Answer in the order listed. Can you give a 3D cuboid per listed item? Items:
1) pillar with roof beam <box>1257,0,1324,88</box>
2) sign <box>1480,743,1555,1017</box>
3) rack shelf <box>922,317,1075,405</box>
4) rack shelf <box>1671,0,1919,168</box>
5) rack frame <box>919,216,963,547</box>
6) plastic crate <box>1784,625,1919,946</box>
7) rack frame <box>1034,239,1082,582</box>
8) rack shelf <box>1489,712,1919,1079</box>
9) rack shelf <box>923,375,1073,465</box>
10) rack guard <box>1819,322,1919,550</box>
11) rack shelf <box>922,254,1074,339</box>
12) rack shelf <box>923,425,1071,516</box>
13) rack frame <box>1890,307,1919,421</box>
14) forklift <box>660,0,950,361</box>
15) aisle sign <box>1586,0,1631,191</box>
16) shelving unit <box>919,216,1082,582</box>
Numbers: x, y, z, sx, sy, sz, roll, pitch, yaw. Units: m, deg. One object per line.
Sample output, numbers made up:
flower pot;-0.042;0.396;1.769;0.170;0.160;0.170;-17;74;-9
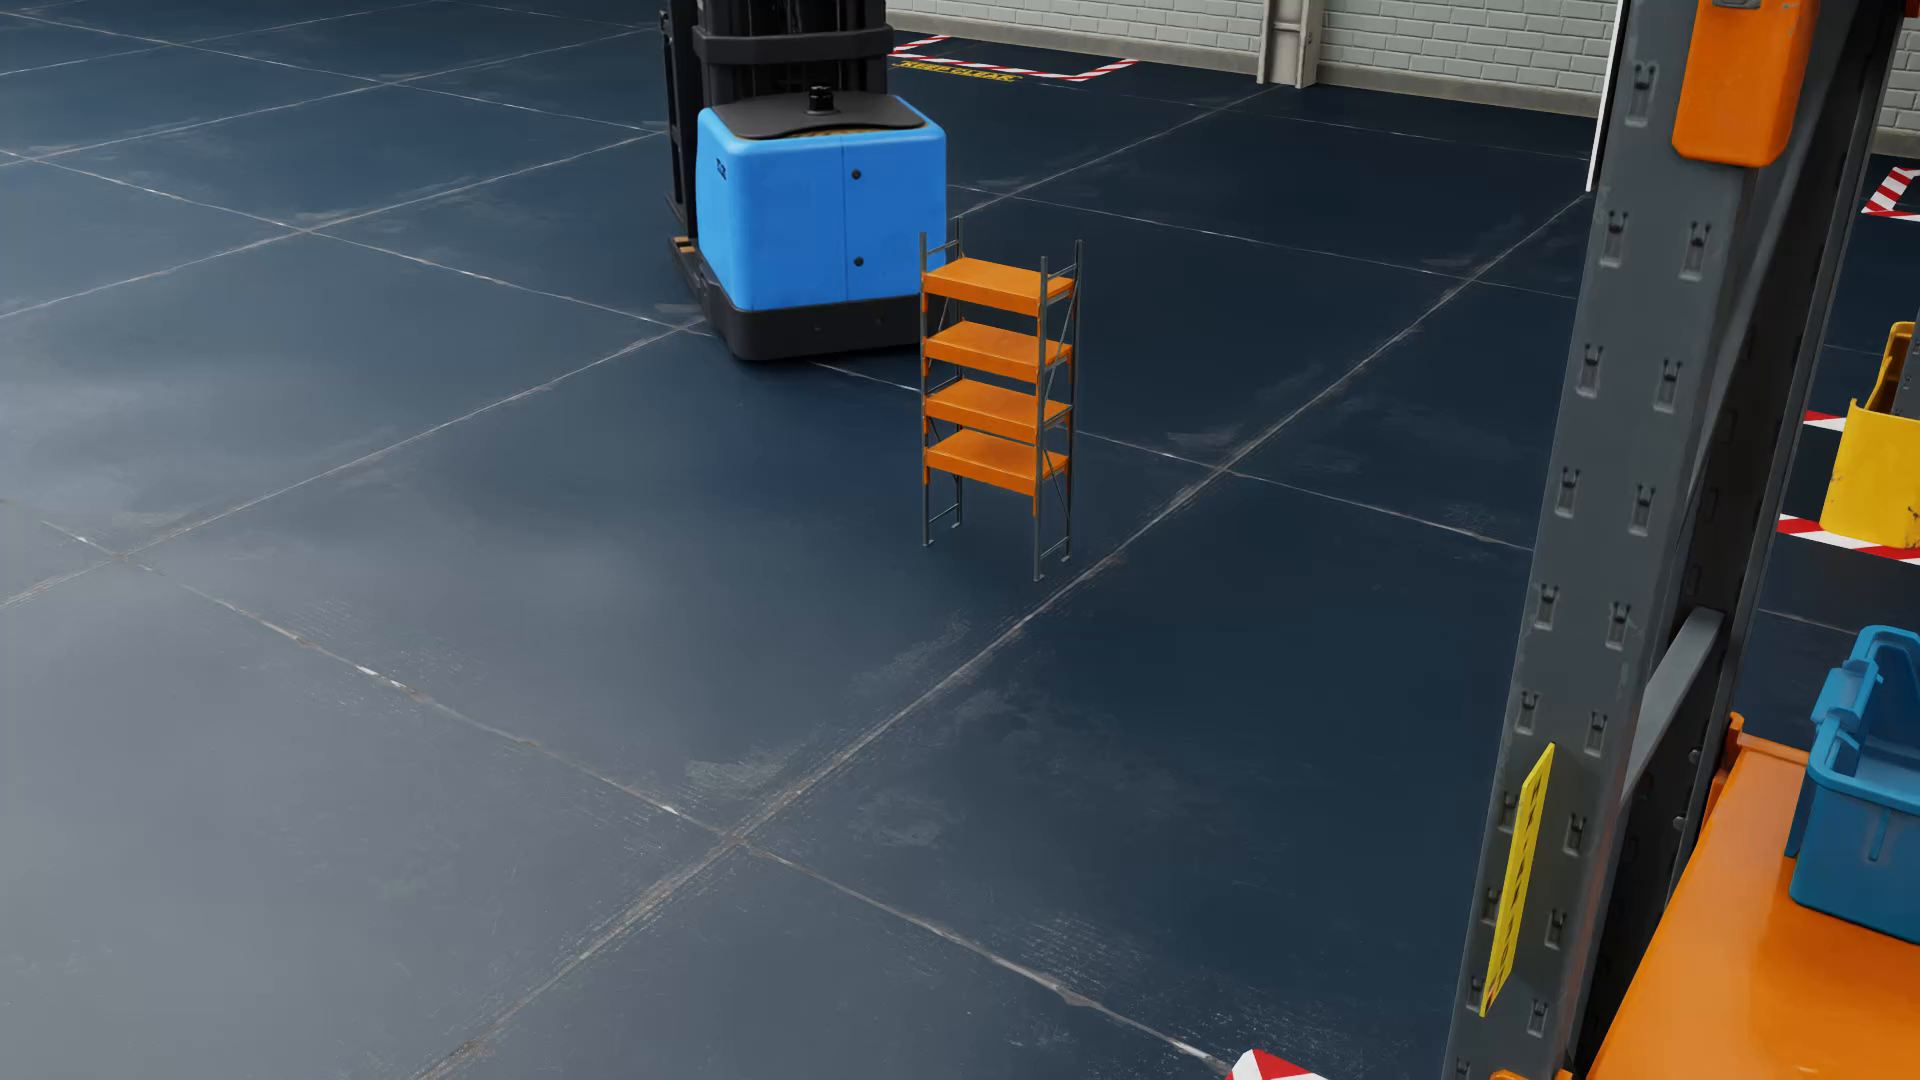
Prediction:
pillar with roof beam;0.236;-6.147;8.406;0.400;9.000;9.100;17;32;30
sign;0.628;0.387;1.877;0.005;0.325;0.100;17;32;30
rack shelf;0.136;-0.632;5.823;0.480;0.148;0.258;17;32;30
rack shelf;2.592;-0.197;0.815;4.000;0.370;1.077;17;32;30
rack frame;-0.065;-0.555;6.017;0.015;1.200;0.240;17;32;30
plastic crate;1.525;0.389;2.343;0.616;0.251;0.499;17;32;30
rack frame;0.338;-0.430;5.771;0.015;1.200;0.240;17;32;30
rack shelf;2.592;1.140;1.496;4.000;0.370;1.077;17;32;30
rack shelf;0.136;-0.432;5.925;0.480;0.148;0.258;17;32;30
rack guard;3.731;-0.437;6.558;0.348;0.500;1.175;17;32;30
rack shelf;0.136;-0.842;5.716;0.480;0.148;0.258;17;32;30
rack shelf;0.136;-0.255;6.015;0.480;0.148;0.258;17;32;30
rack frame;3.751;-1.545;5.979;0.127;3.000;1.000;17;32;30
forklift;-0.985;-2.789;8.498;1.130;2.935;3.031;-8;28;-16
aisle sign;0.718;-0.762;1.573;0.004;0.787;0.394;17;32;30
shelving unit;0.136;-0.492;5.894;0.503;1.200;0.258;17;32;30
